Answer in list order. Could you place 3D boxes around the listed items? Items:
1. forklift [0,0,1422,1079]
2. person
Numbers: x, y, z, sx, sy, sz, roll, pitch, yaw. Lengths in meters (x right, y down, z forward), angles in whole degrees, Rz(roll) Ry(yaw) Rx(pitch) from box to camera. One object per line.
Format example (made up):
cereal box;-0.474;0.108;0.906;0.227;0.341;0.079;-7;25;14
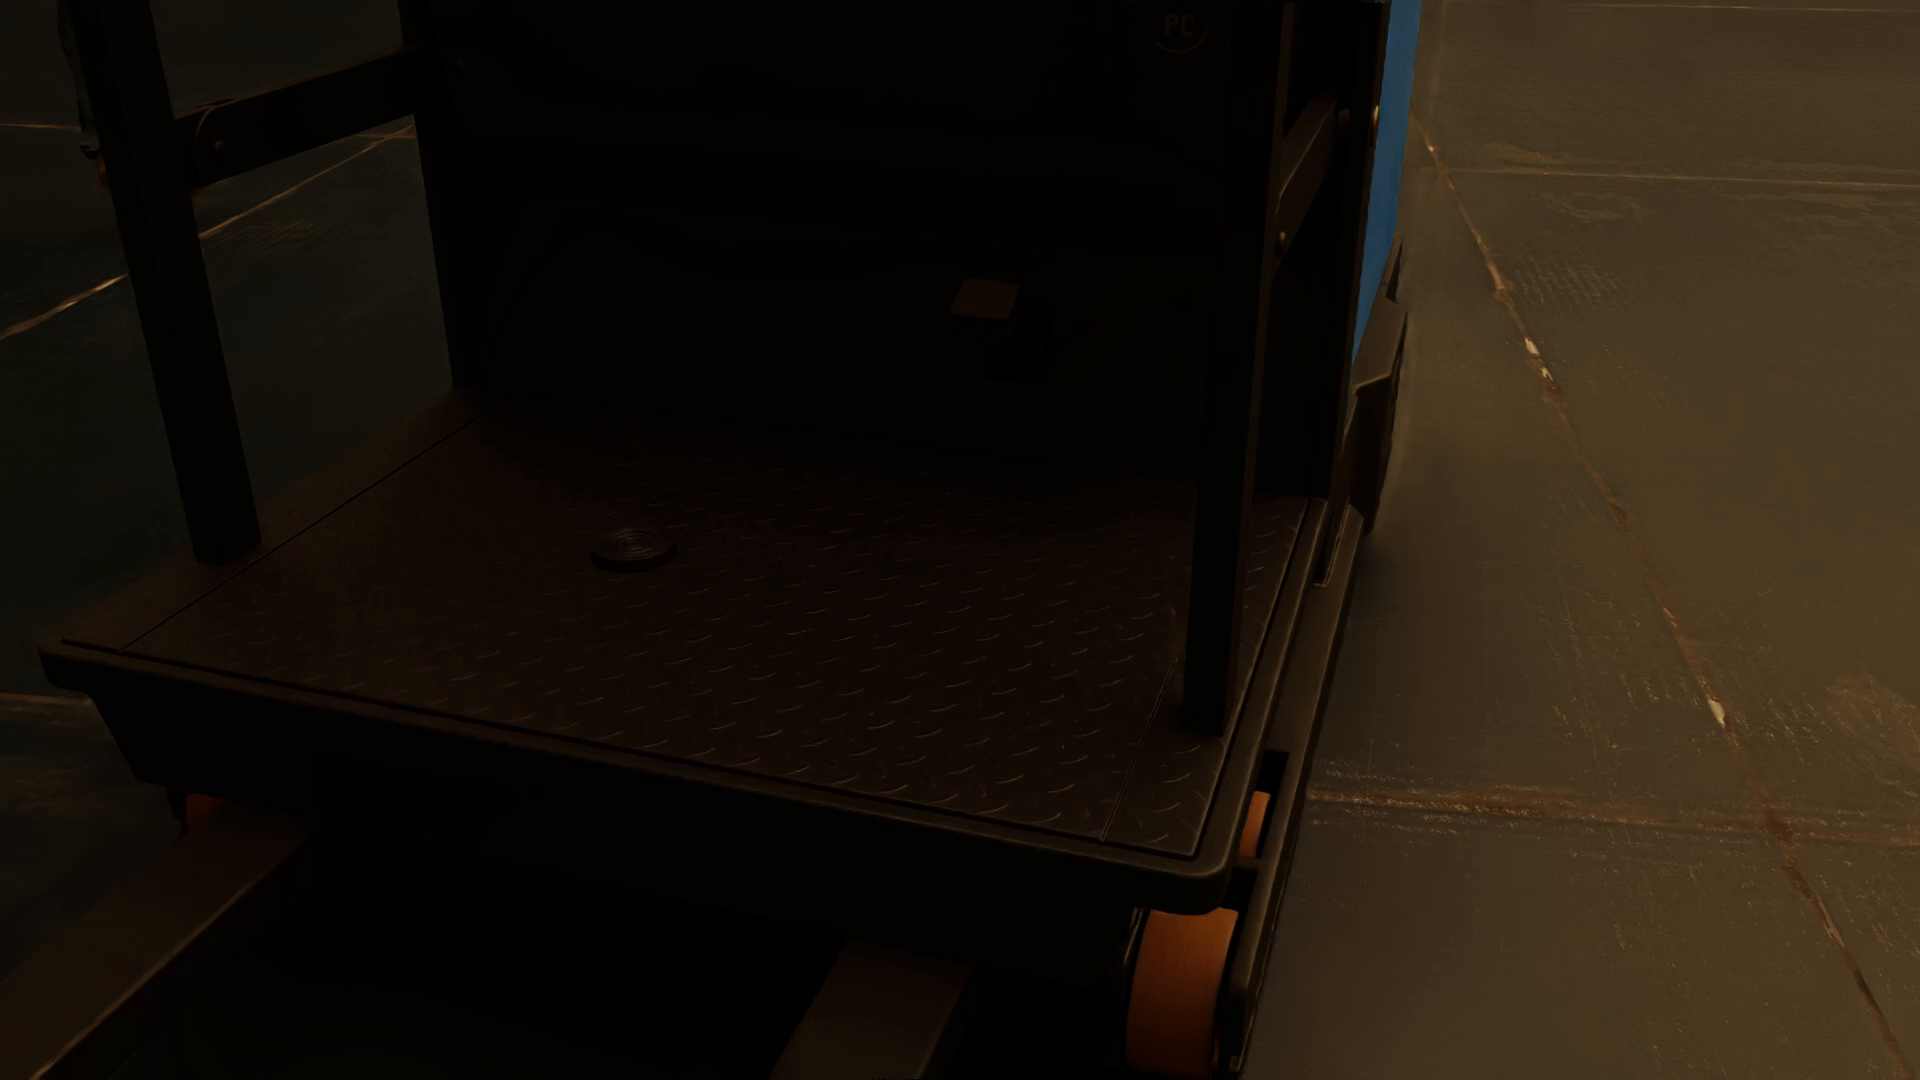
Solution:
forklift;-0.182;-1.021;1.263;1.130;2.935;3.031;8;28;16
person;-2.104;-1.376;3.583;0.819;1.535;0.742;-1;27;-2
